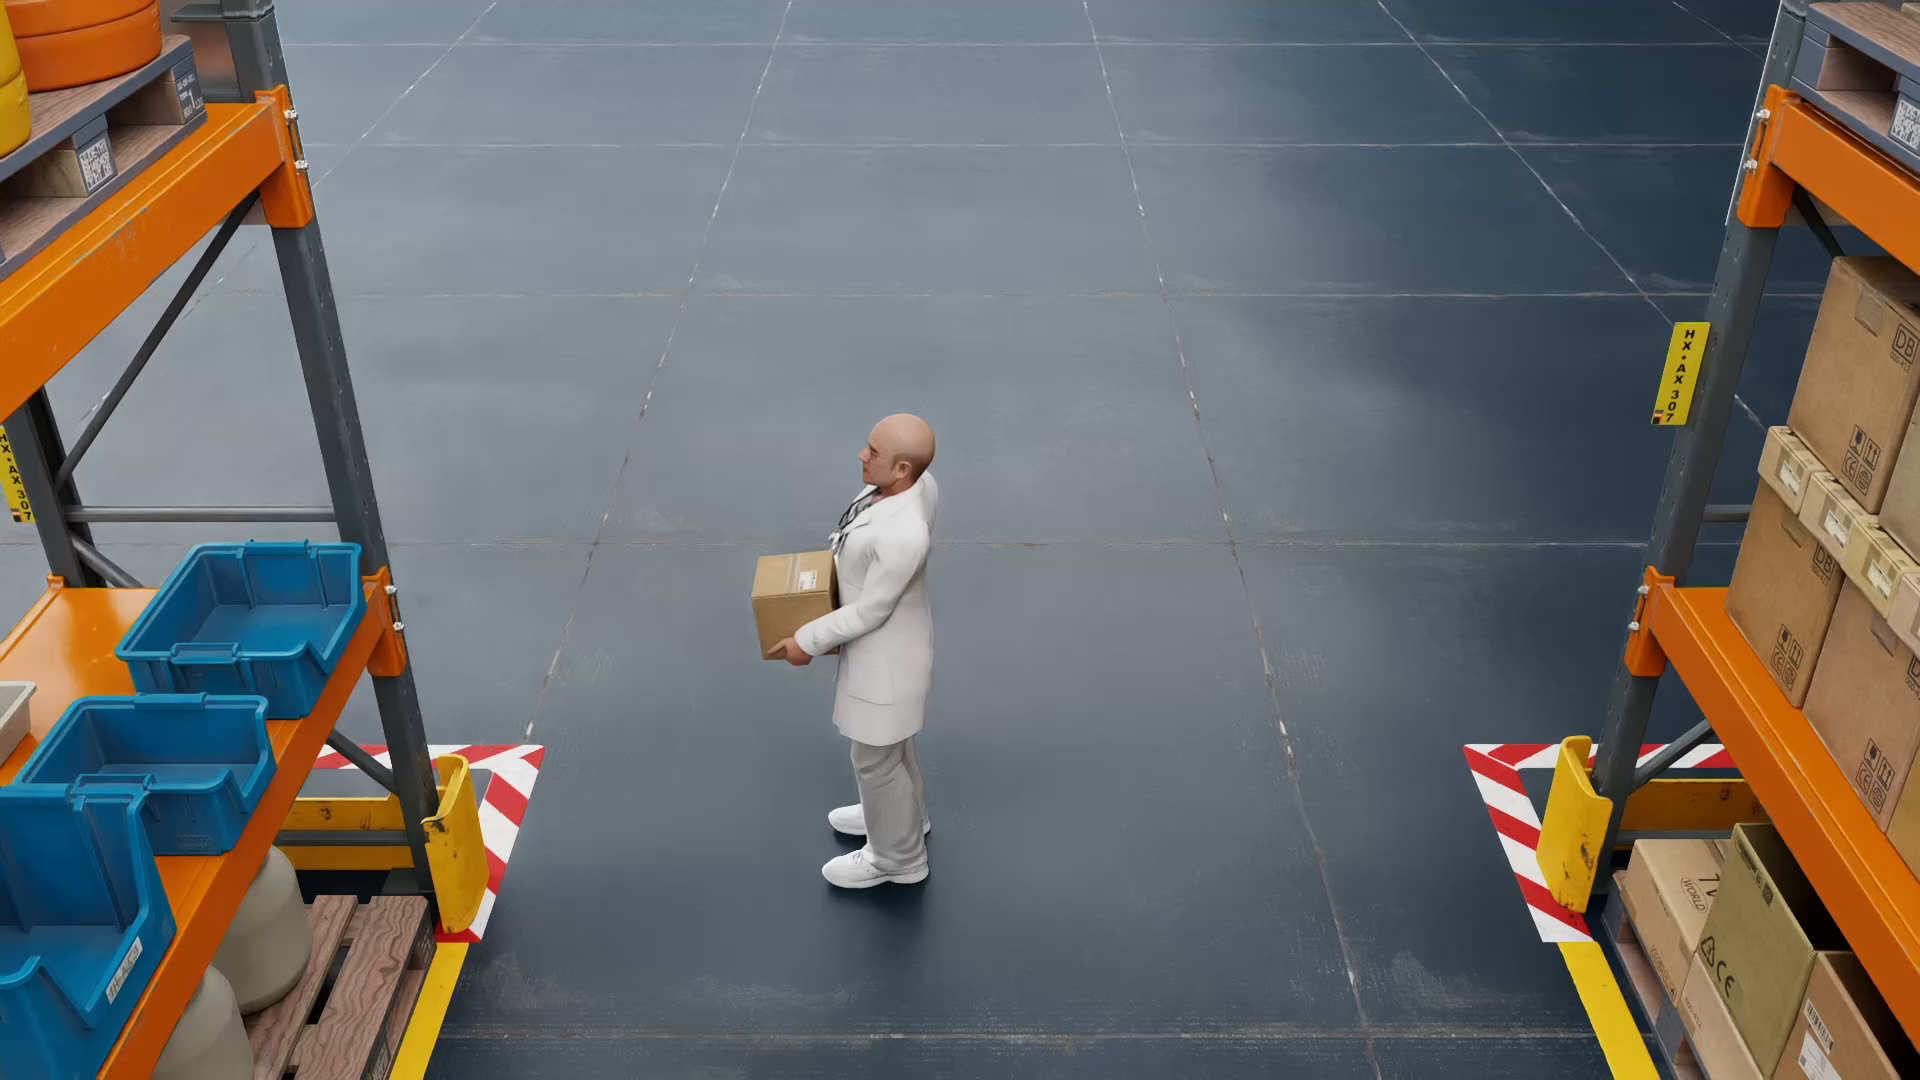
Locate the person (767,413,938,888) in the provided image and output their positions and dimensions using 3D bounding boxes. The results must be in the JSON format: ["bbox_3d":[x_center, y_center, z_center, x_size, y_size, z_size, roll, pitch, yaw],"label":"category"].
[{"bbox_3d":[-0.347,0.373,5.533,0.553,1.771,0.530,0,31,0],"label":"person"}]
